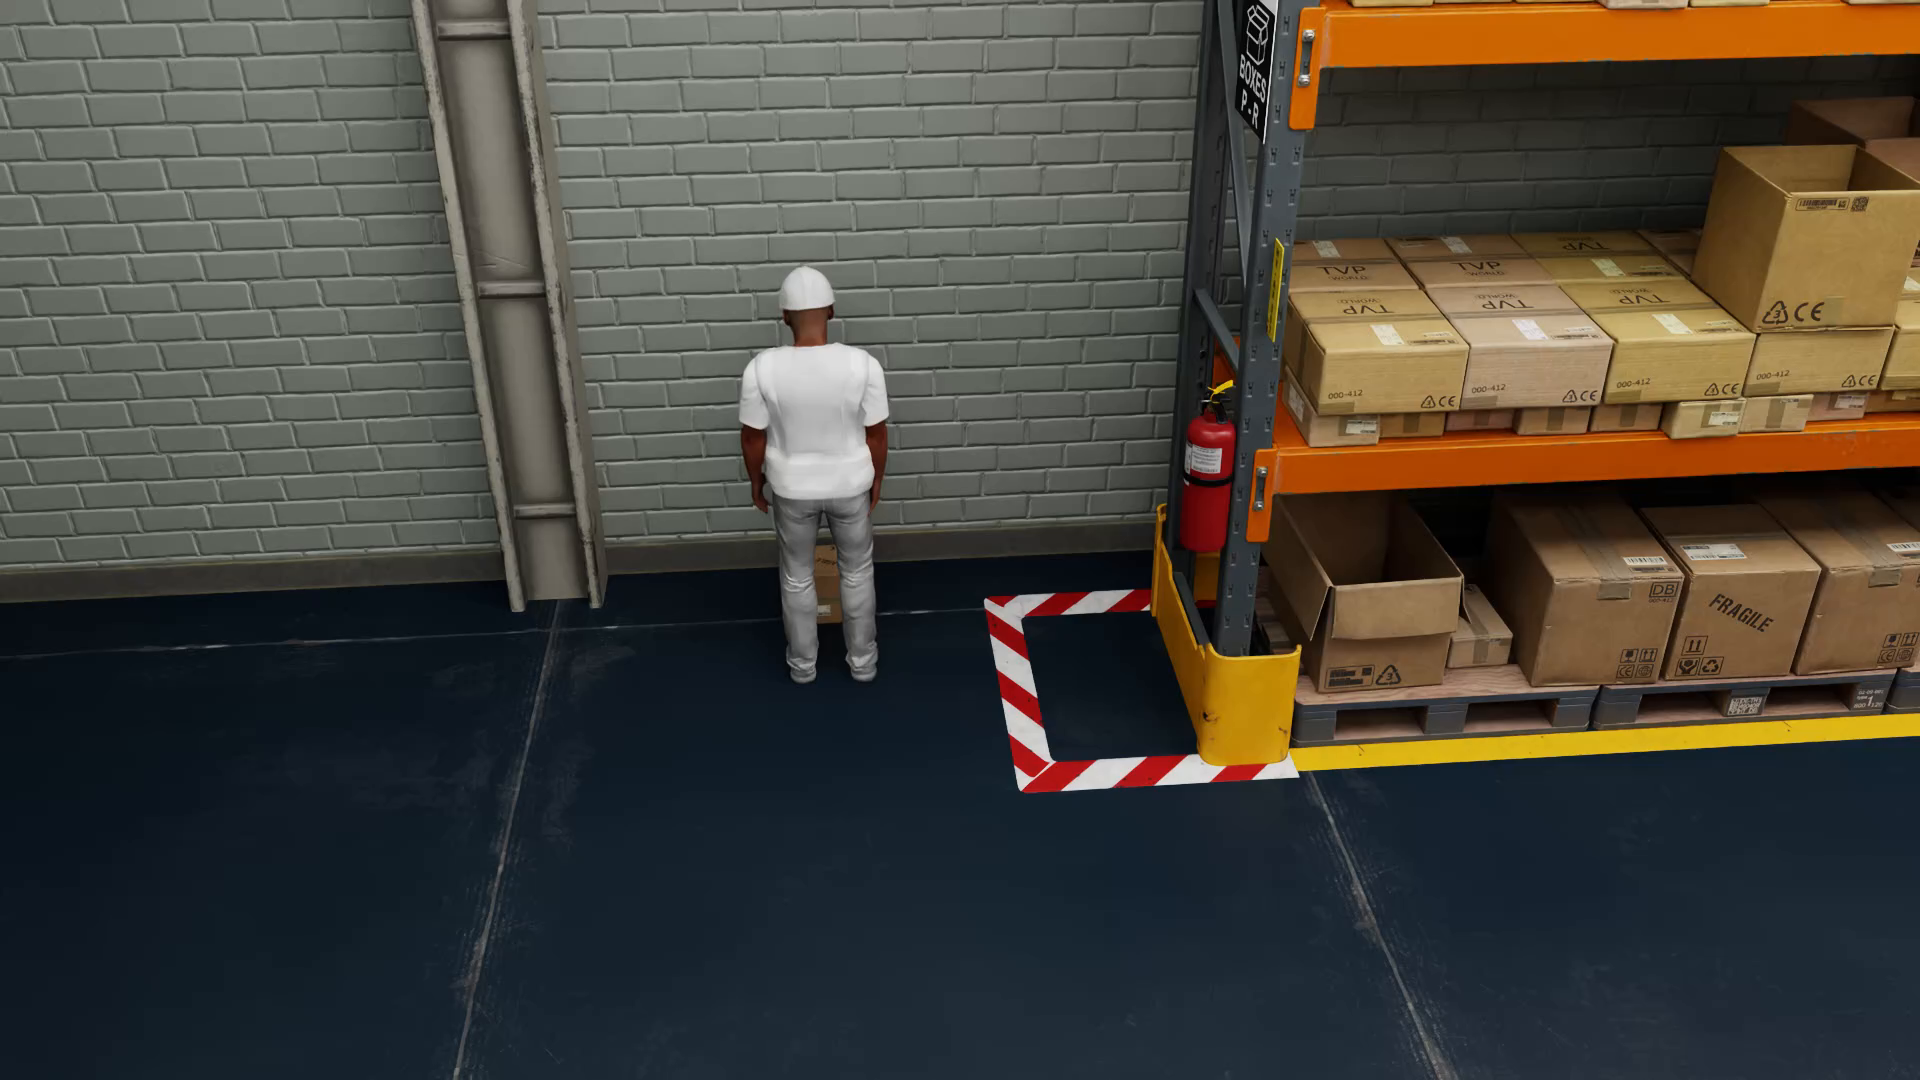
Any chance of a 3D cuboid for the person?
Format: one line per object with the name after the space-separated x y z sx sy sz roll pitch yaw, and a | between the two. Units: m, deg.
-0.557 -0.225 6.494 0.566 1.765 0.362 -2 31 -4 | person
